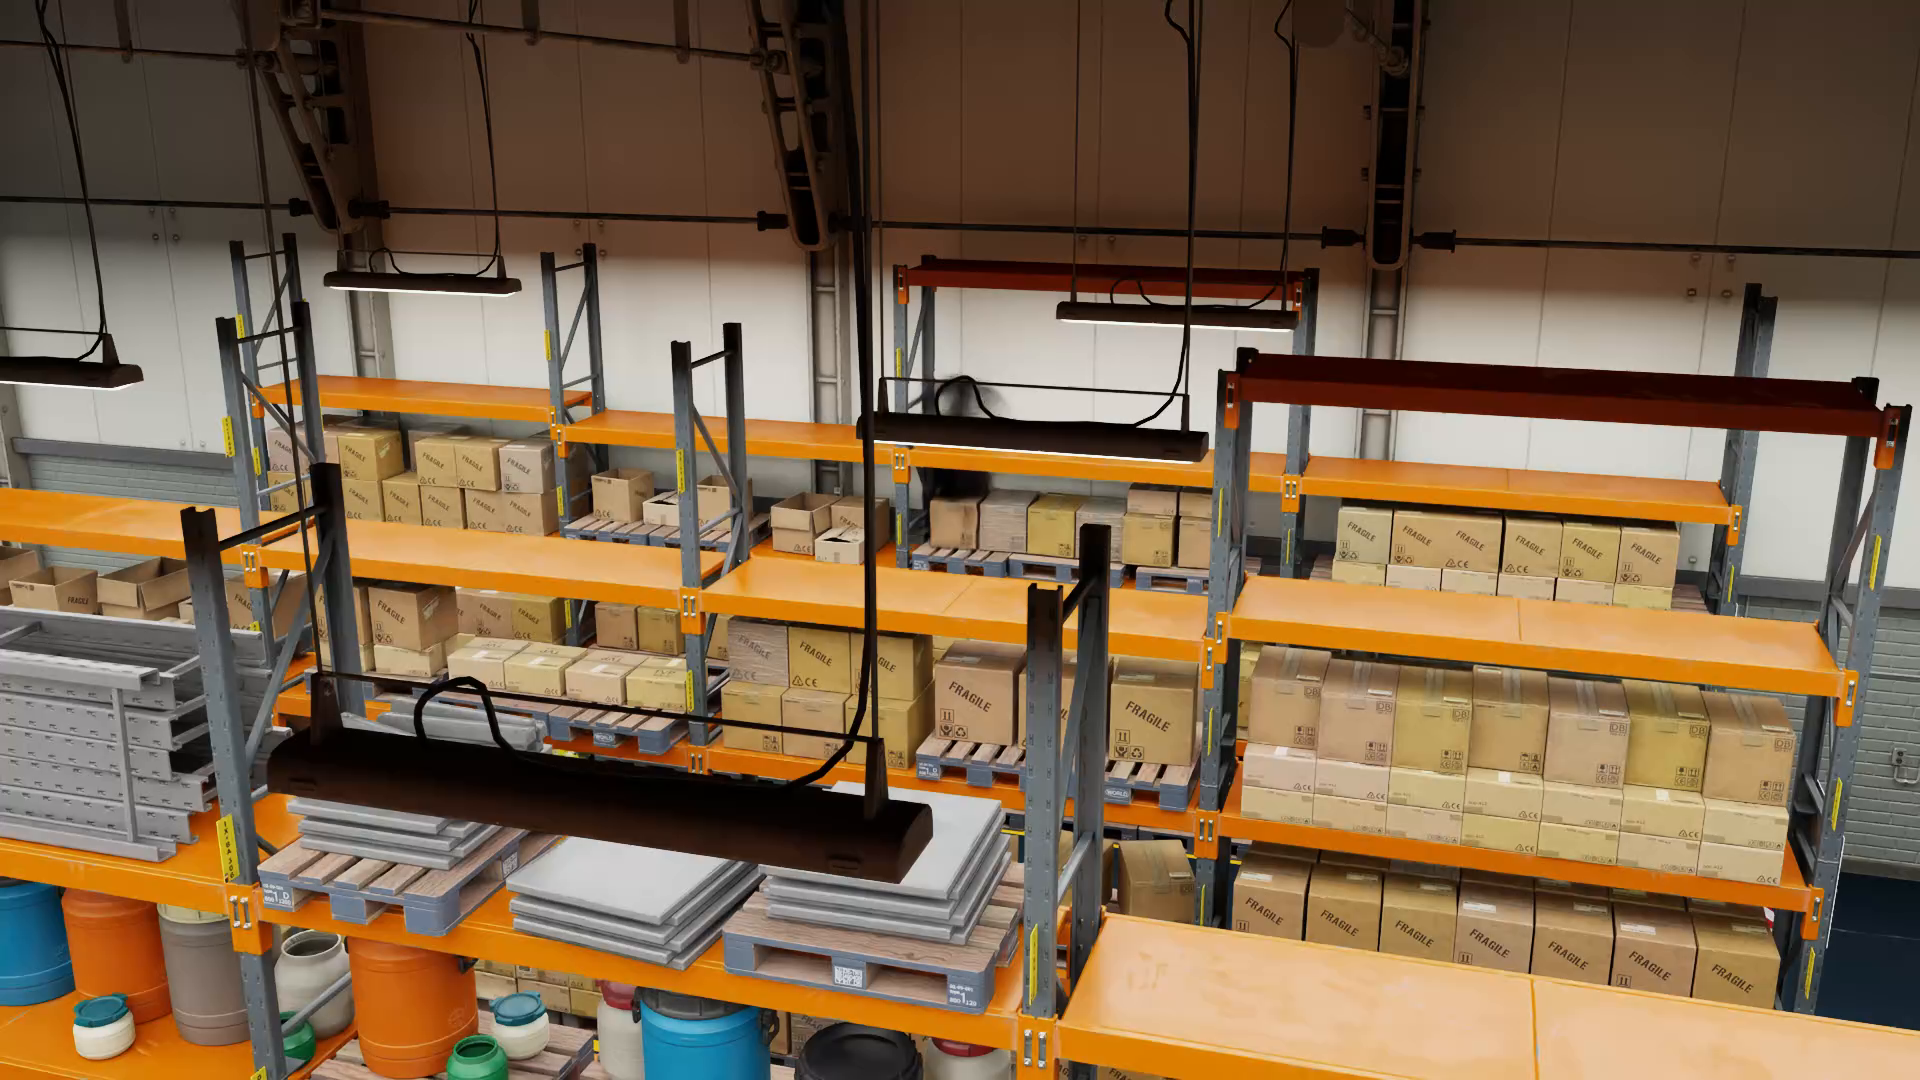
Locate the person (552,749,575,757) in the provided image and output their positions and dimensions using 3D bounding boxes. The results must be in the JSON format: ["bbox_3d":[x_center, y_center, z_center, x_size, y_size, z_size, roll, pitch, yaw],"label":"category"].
[{"bbox_3d":[-4.198,2.395,17.345,0.524,1.716,0.736,4,17,14],"label":"person"}]
